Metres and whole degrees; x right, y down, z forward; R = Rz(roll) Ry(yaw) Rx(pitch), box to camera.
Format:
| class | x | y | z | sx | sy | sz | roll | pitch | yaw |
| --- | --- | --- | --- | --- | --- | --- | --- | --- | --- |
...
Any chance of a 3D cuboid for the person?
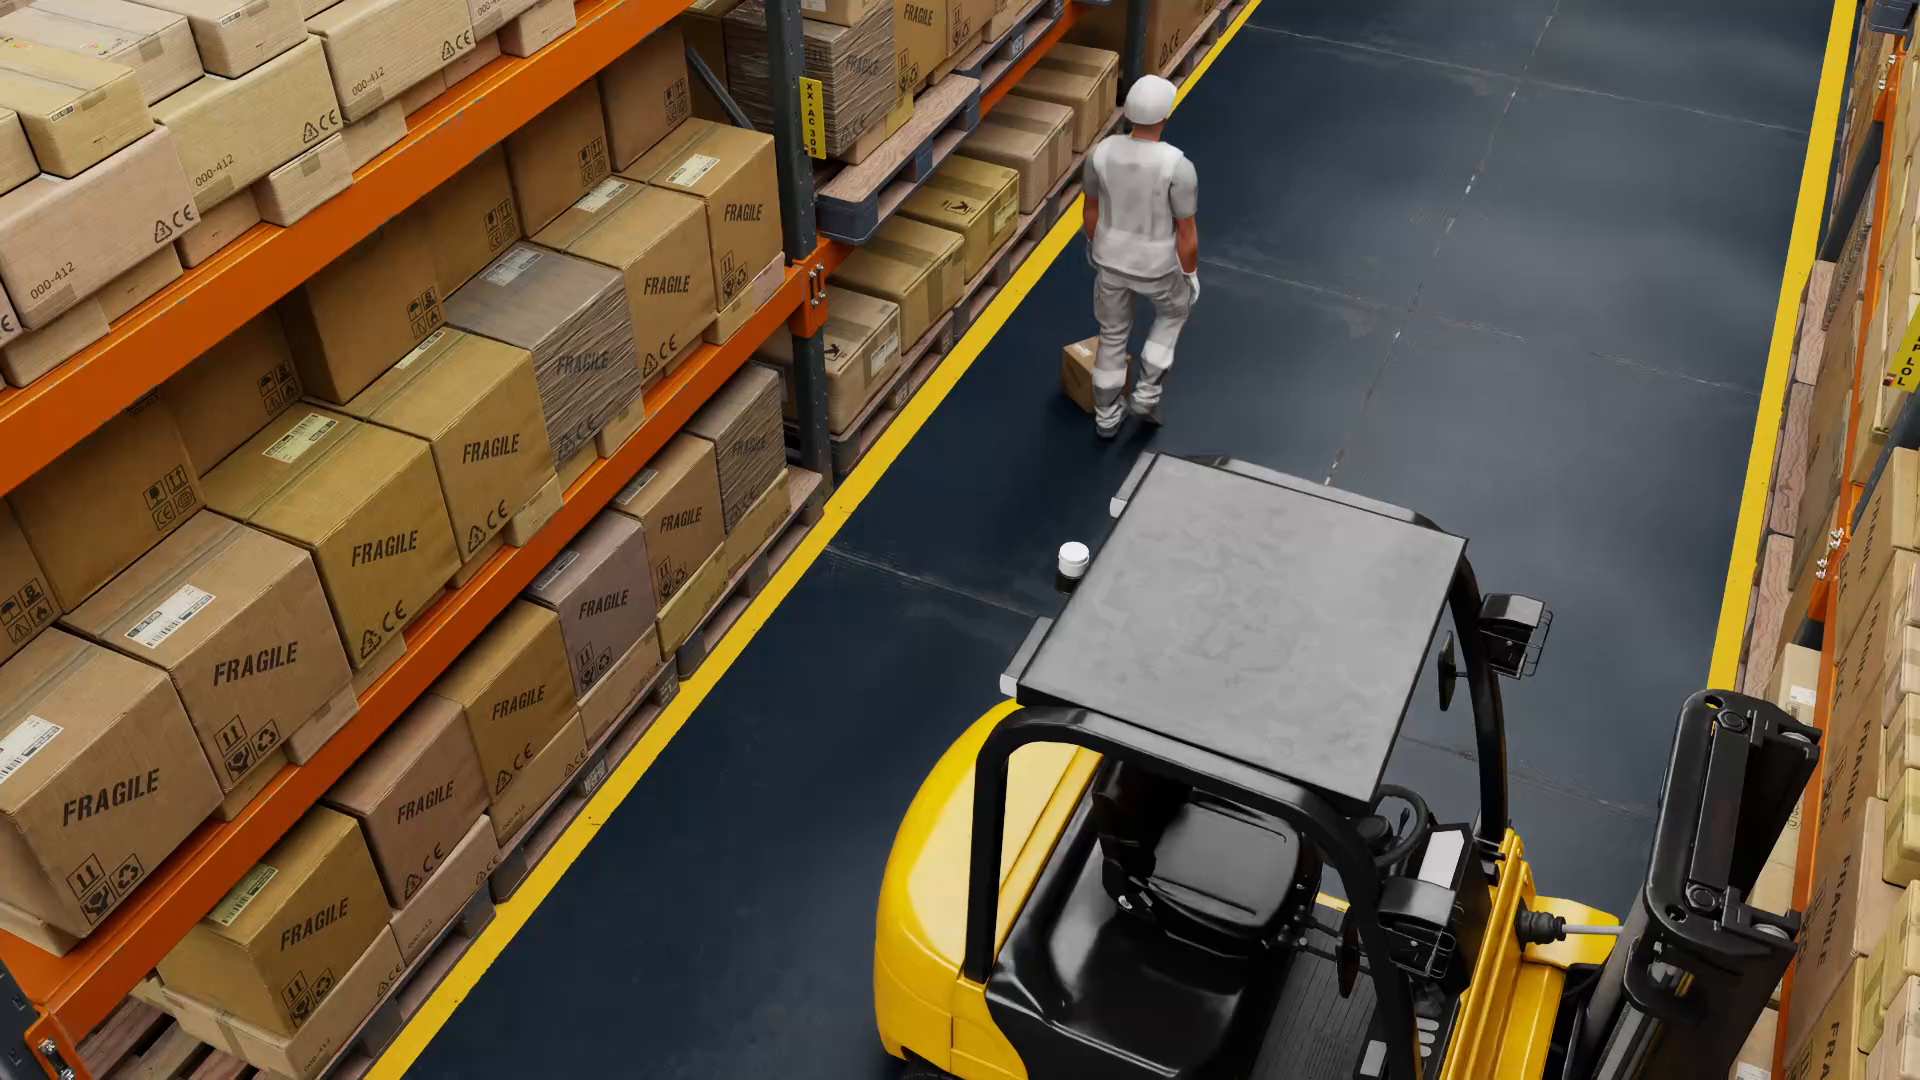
| class | x | y | z | sx | sy | sz | roll | pitch | yaw |
| --- | --- | --- | --- | --- | --- | --- | --- | --- | --- |
| person | 0.830 | -1.255 | 7.550 | 0.593 | 1.828 | 0.468 | 16 | 44 | 18 |
